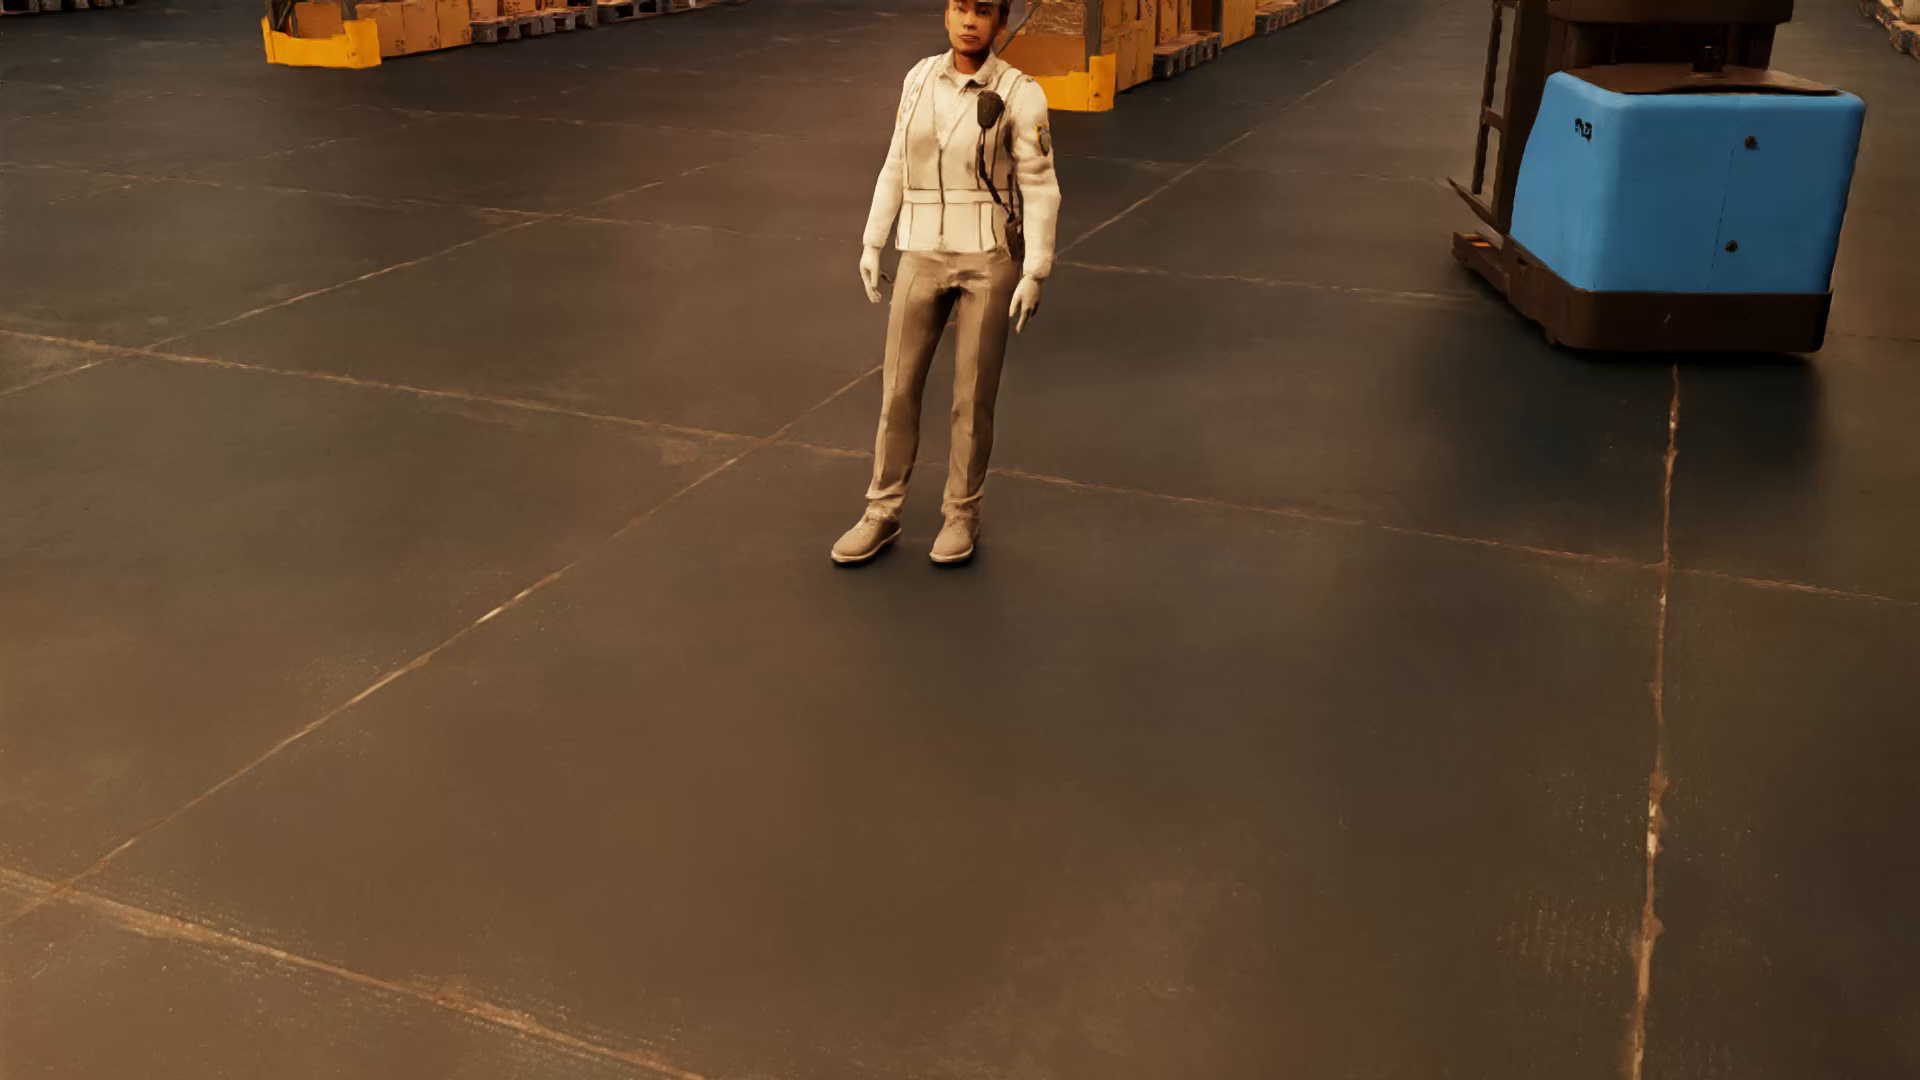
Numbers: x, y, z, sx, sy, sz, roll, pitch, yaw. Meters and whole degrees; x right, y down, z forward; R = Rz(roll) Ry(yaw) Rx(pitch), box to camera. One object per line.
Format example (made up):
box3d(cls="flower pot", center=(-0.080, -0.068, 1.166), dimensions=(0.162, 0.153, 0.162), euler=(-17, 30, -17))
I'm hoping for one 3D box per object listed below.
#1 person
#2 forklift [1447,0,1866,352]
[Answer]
box3d(cls="person", center=(-0.032, -0.764, 4.709), dimensions=(0.586, 1.692, 0.533), euler=(9, 24, 21))
box3d(cls="forklift", center=(3.056, -2.635, 7.597), dimensions=(1.130, 2.935, 3.031), euler=(1, 23, 2))
